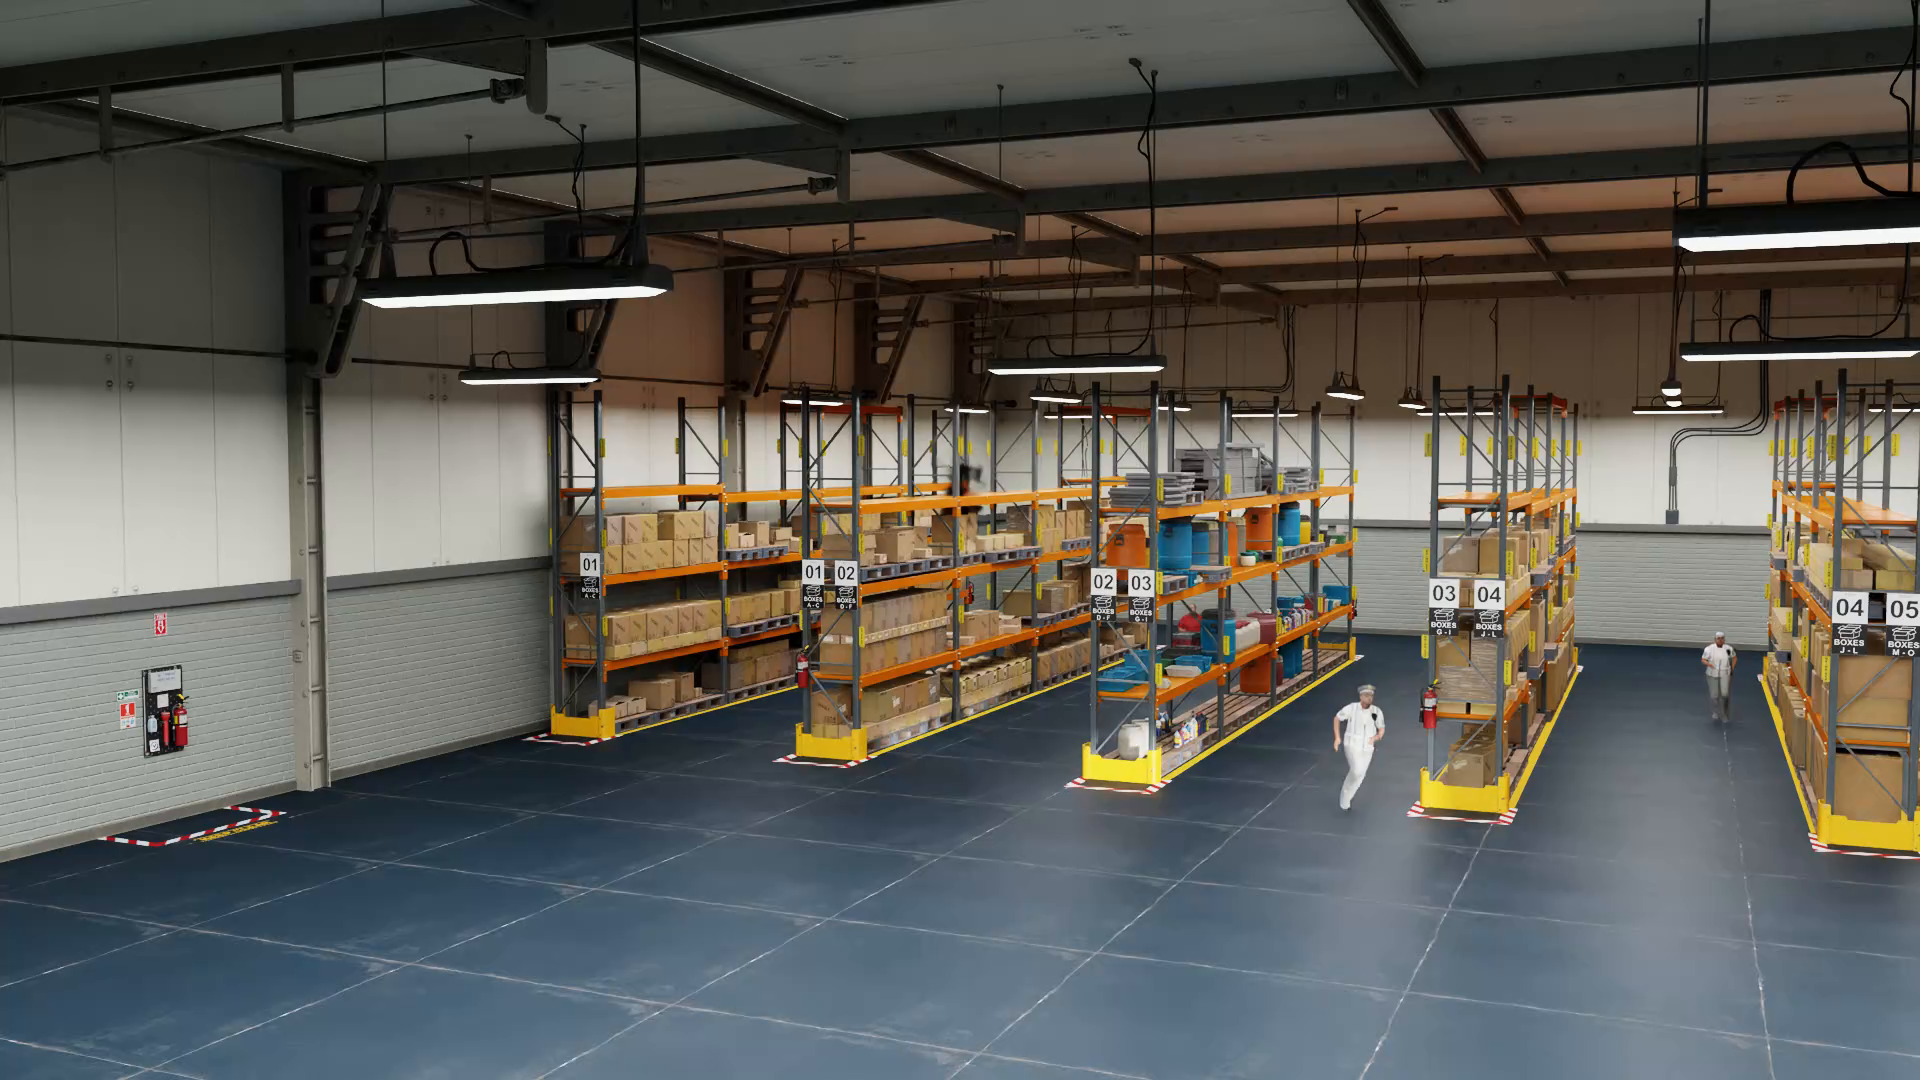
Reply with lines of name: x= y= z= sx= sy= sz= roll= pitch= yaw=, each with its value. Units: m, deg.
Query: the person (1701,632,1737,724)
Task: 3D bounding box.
person: x=13.841 y=2.515 z=30.334 sx=0.593 sy=1.687 sz=0.686 roll=1 pitch=3 yaw=24

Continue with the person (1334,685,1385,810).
person: x=5.547 y=2.856 z=22.956 sx=0.667 sy=1.713 sz=0.638 roll=0 pitch=3 yaw=-5

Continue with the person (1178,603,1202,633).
person: x=4.943 y=2.215 z=35.031 sx=0.672 sy=1.784 sz=0.930 roll=2 pitch=4 yaw=27
